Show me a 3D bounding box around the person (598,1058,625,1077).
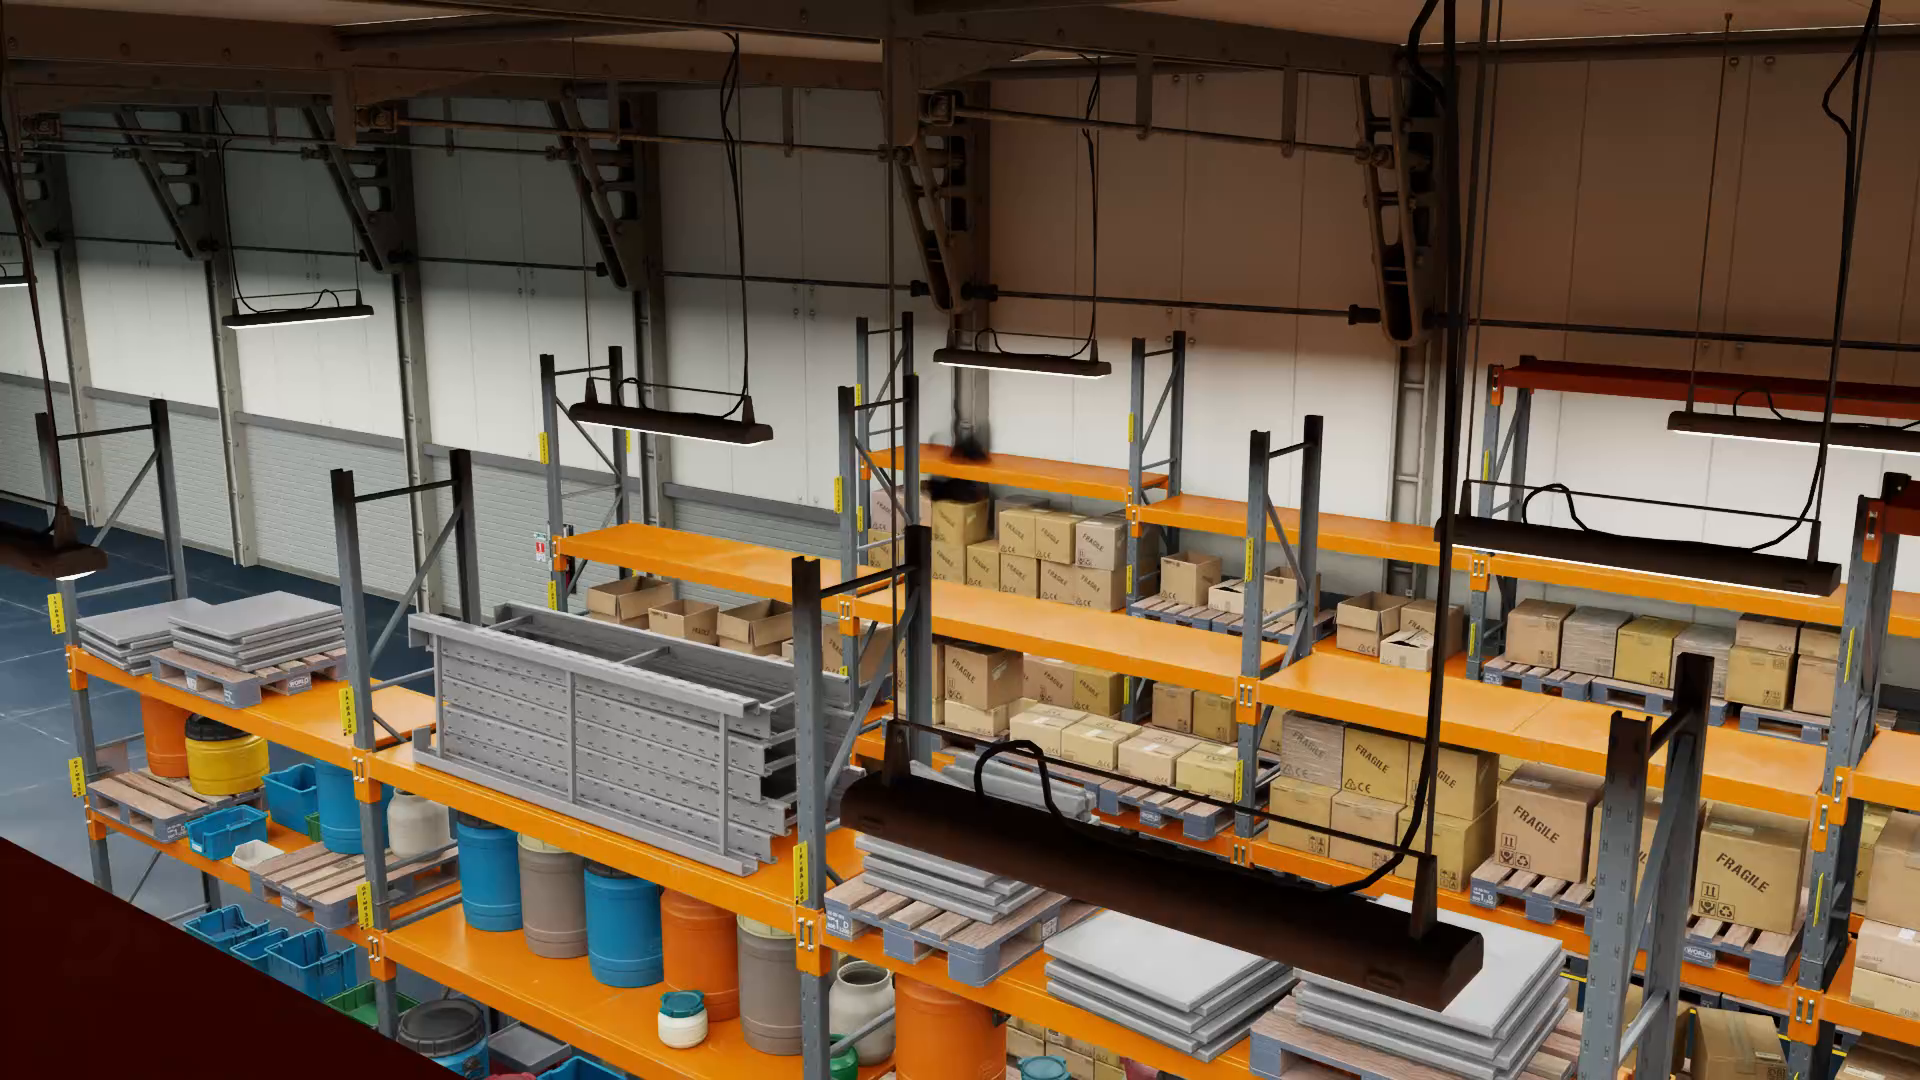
[{"bbox_3d":[-2.837,4.137,13.704,0.719,1.749,0.576,7,15,28],"label":"person"}]
